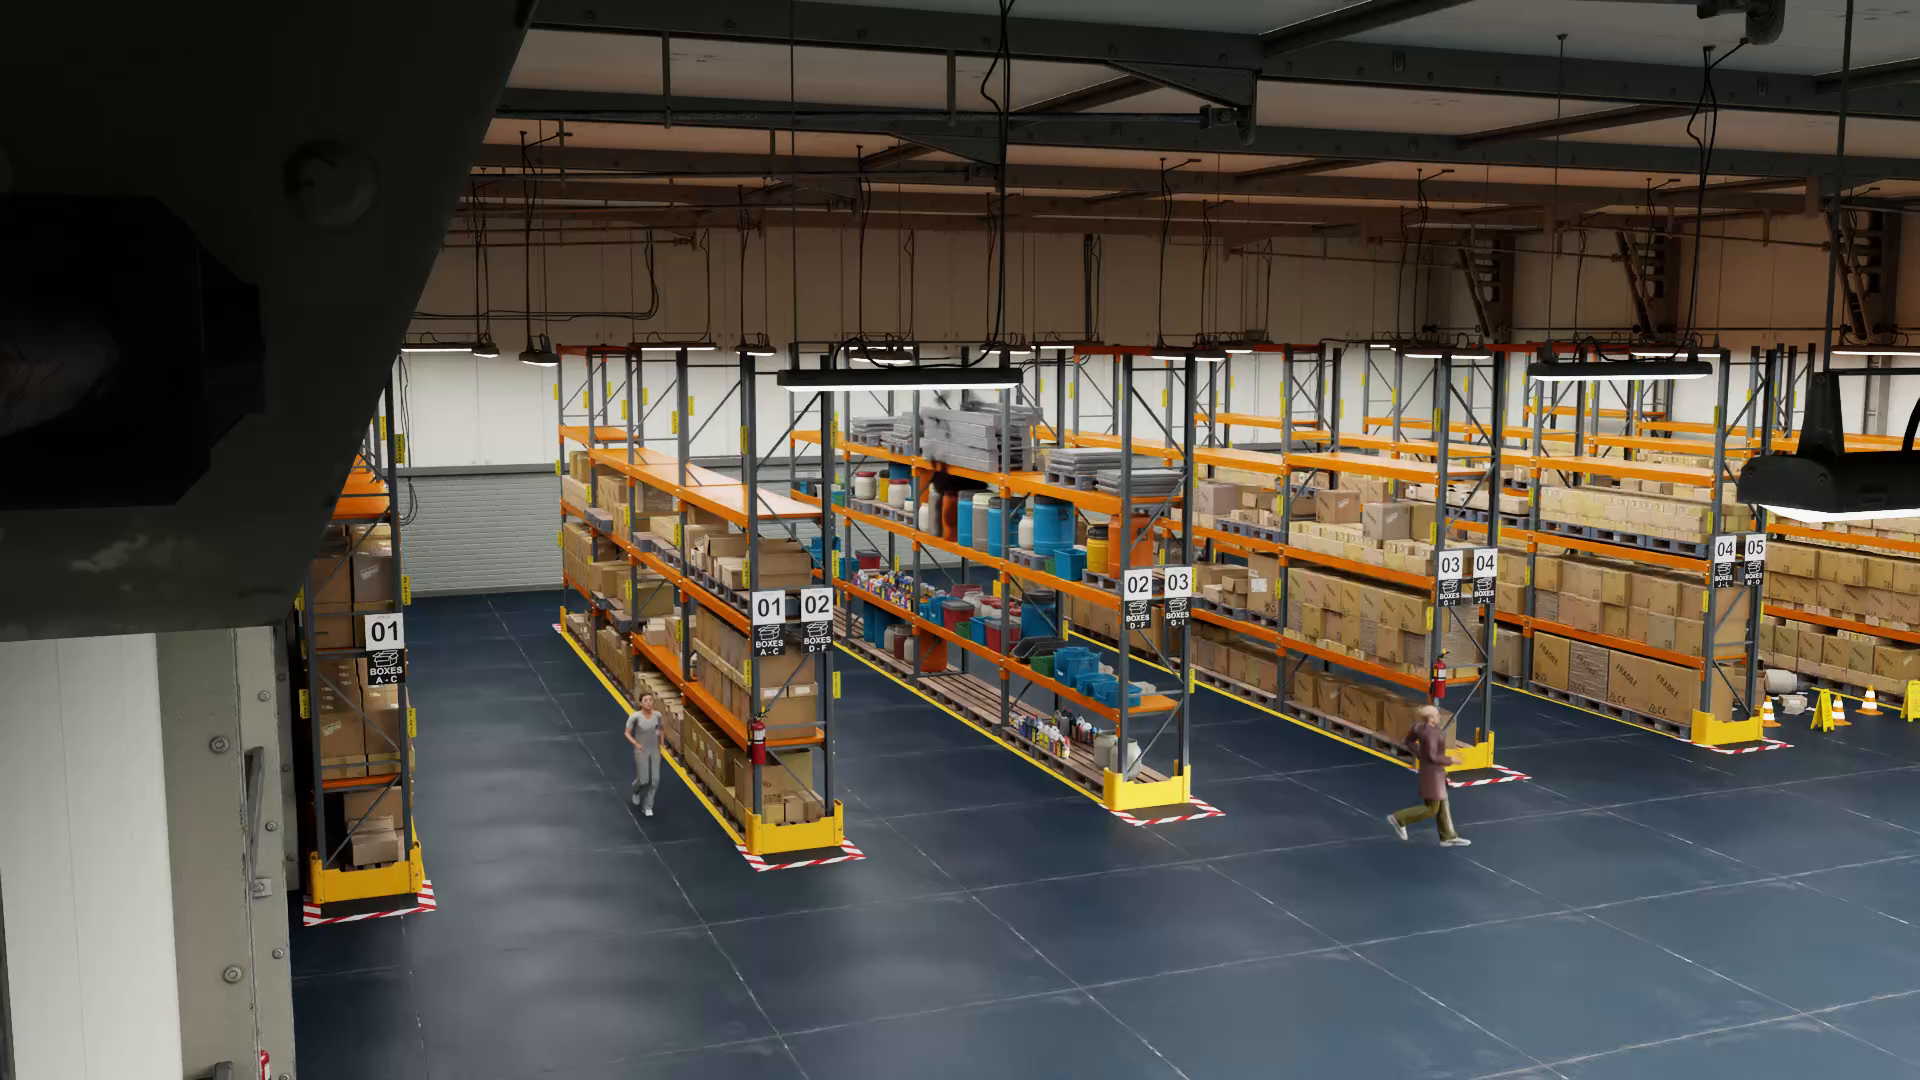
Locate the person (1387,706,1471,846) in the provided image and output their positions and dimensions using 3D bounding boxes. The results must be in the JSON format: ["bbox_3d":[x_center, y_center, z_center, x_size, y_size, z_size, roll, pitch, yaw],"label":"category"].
[{"bbox_3d":[5.722,2.878,20.244,1.031,1.756,0.712,0,7,4],"label":"person"}]

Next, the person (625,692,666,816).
[{"bbox_3d":[-4.100,2.771,21.740,0.549,1.624,0.558,-4,8,-30],"label":"person"}]

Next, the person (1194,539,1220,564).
[{"bbox_3d":[5.482,0.811,36.978,0.668,1.716,0.758,-2,8,-17],"label":"person"}]
